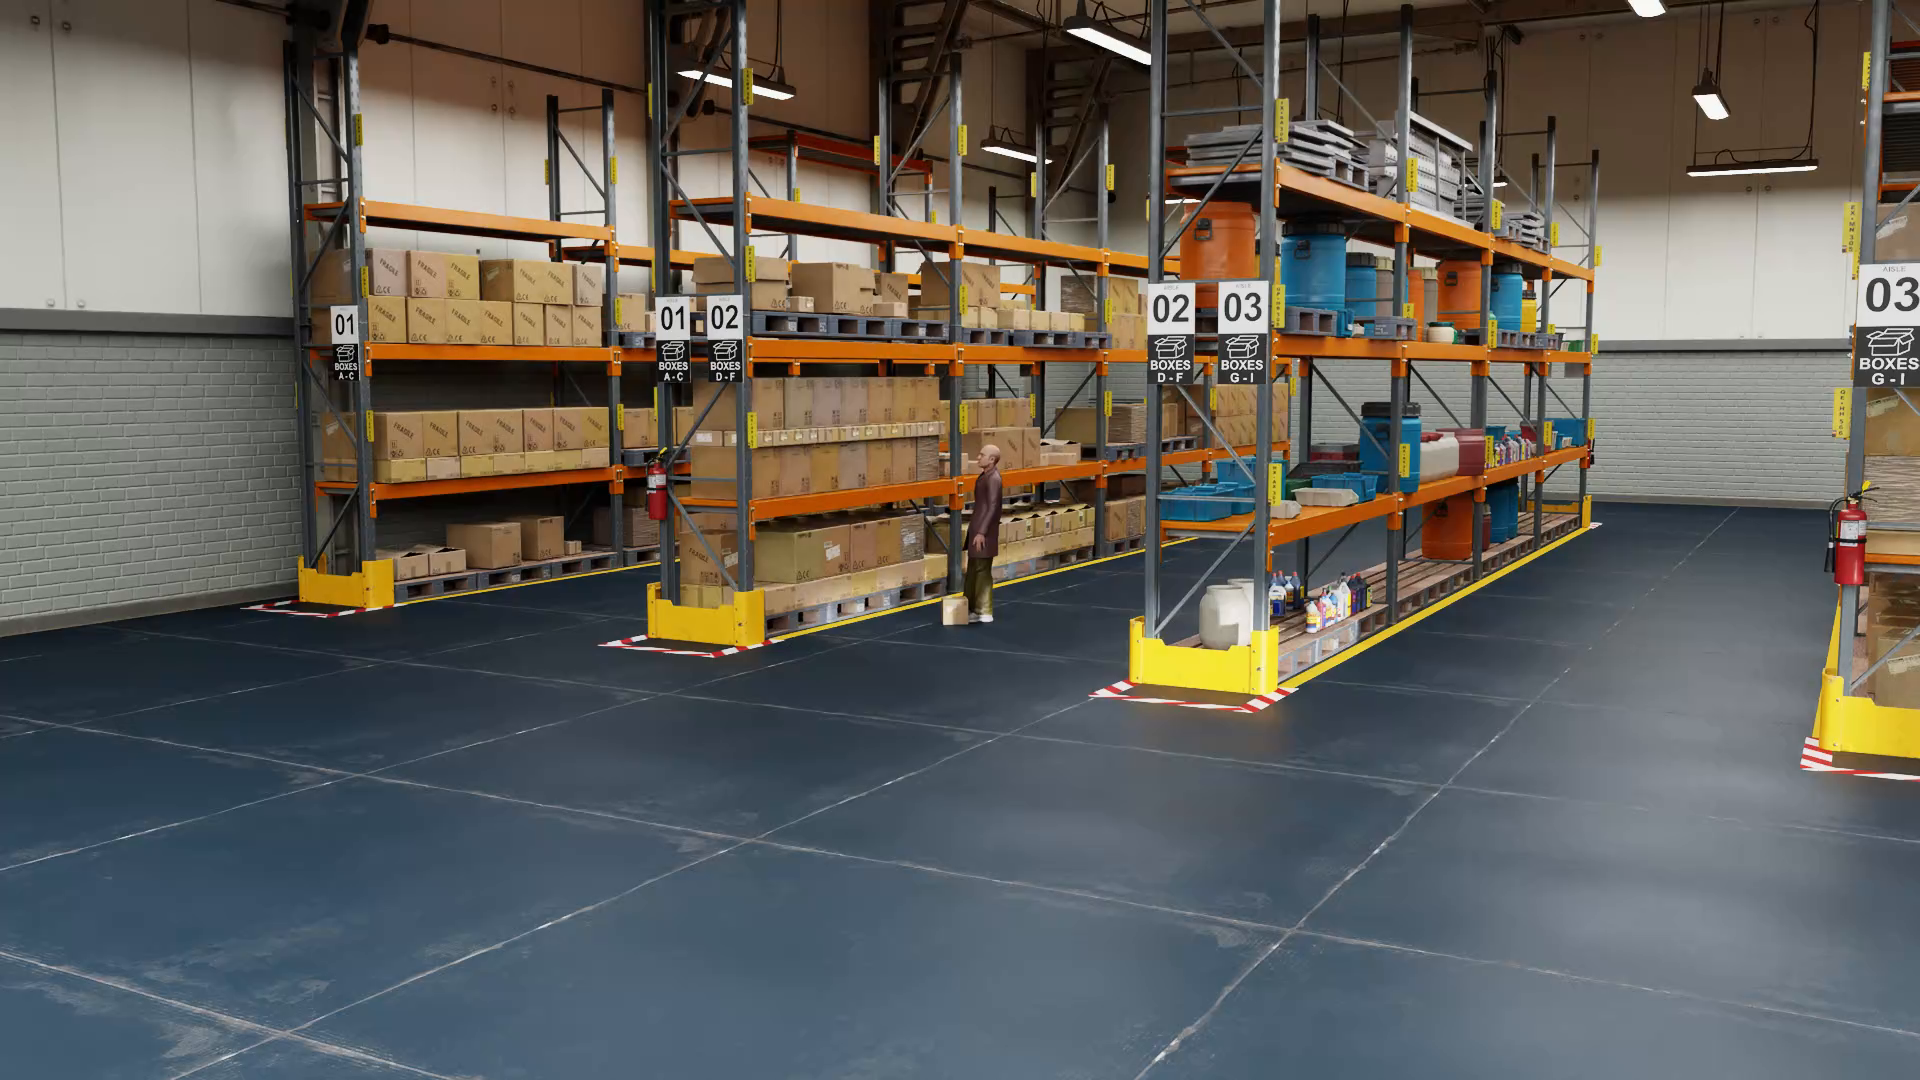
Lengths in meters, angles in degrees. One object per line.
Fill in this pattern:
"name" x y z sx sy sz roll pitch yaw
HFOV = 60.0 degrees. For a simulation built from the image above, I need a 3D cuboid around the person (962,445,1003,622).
"person" 0.138 -0.065 16.620 0.580 1.776 0.695 0 6 -3
